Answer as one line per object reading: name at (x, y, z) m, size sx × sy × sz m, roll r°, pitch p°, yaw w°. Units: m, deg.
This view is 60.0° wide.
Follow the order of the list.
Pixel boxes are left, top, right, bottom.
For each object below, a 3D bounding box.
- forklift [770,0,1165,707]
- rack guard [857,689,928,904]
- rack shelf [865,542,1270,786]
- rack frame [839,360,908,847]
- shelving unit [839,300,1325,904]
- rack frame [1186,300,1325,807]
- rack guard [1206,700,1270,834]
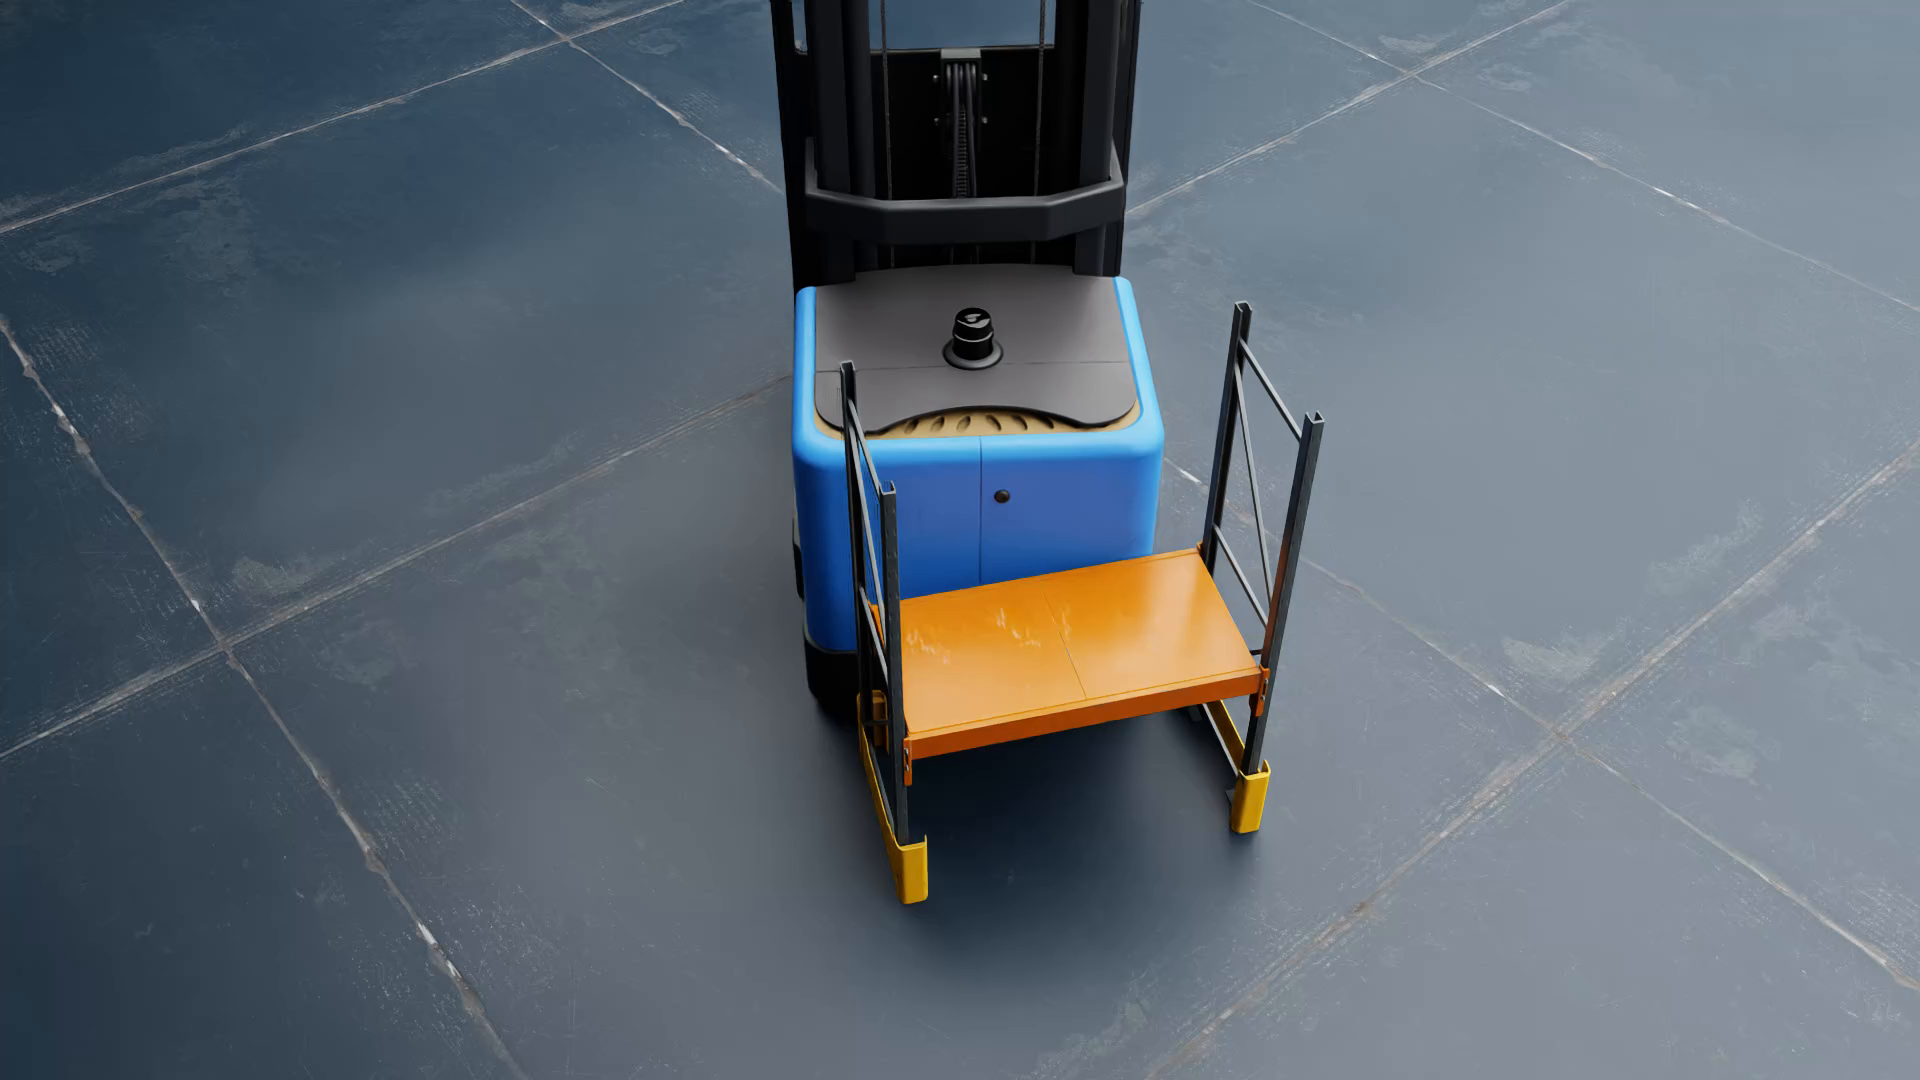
forklift at (-0.025, -1.555, 5.264) m, size 1.130 × 2.935 × 3.031 m, roll -2°, pitch 43°, yaw -2°
rack guard at (-0.197, 0.731, 4.789) m, size 0.087 × 0.250 × 0.587 m, roll -10°, pitch 44°, yaw -10°
rack shelf at (0.277, 0.325, 4.571) m, size 1.000 × 0.185 × 0.538 m, roll -10°, pitch 44°, yaw -10°
rack frame at (-0.216, 0.279, 4.357) m, size 0.032 × 1.500 × 0.500 m, roll -10°, pitch 44°, yaw -10°
shelving unit at (0.286, 0.193, 4.449) m, size 1.083 × 1.500 × 0.587 m, roll -10°, pitch 44°, yaw -10°
rack frame at (0.770, 0.109, 4.538) m, size 0.032 × 1.500 × 0.500 m, roll -10°, pitch 44°, yaw -10°
rack guard at (0.769, 0.565, 4.966) m, size 0.087 × 0.250 × 0.587 m, roll -10°, pitch 44°, yaw -10°
